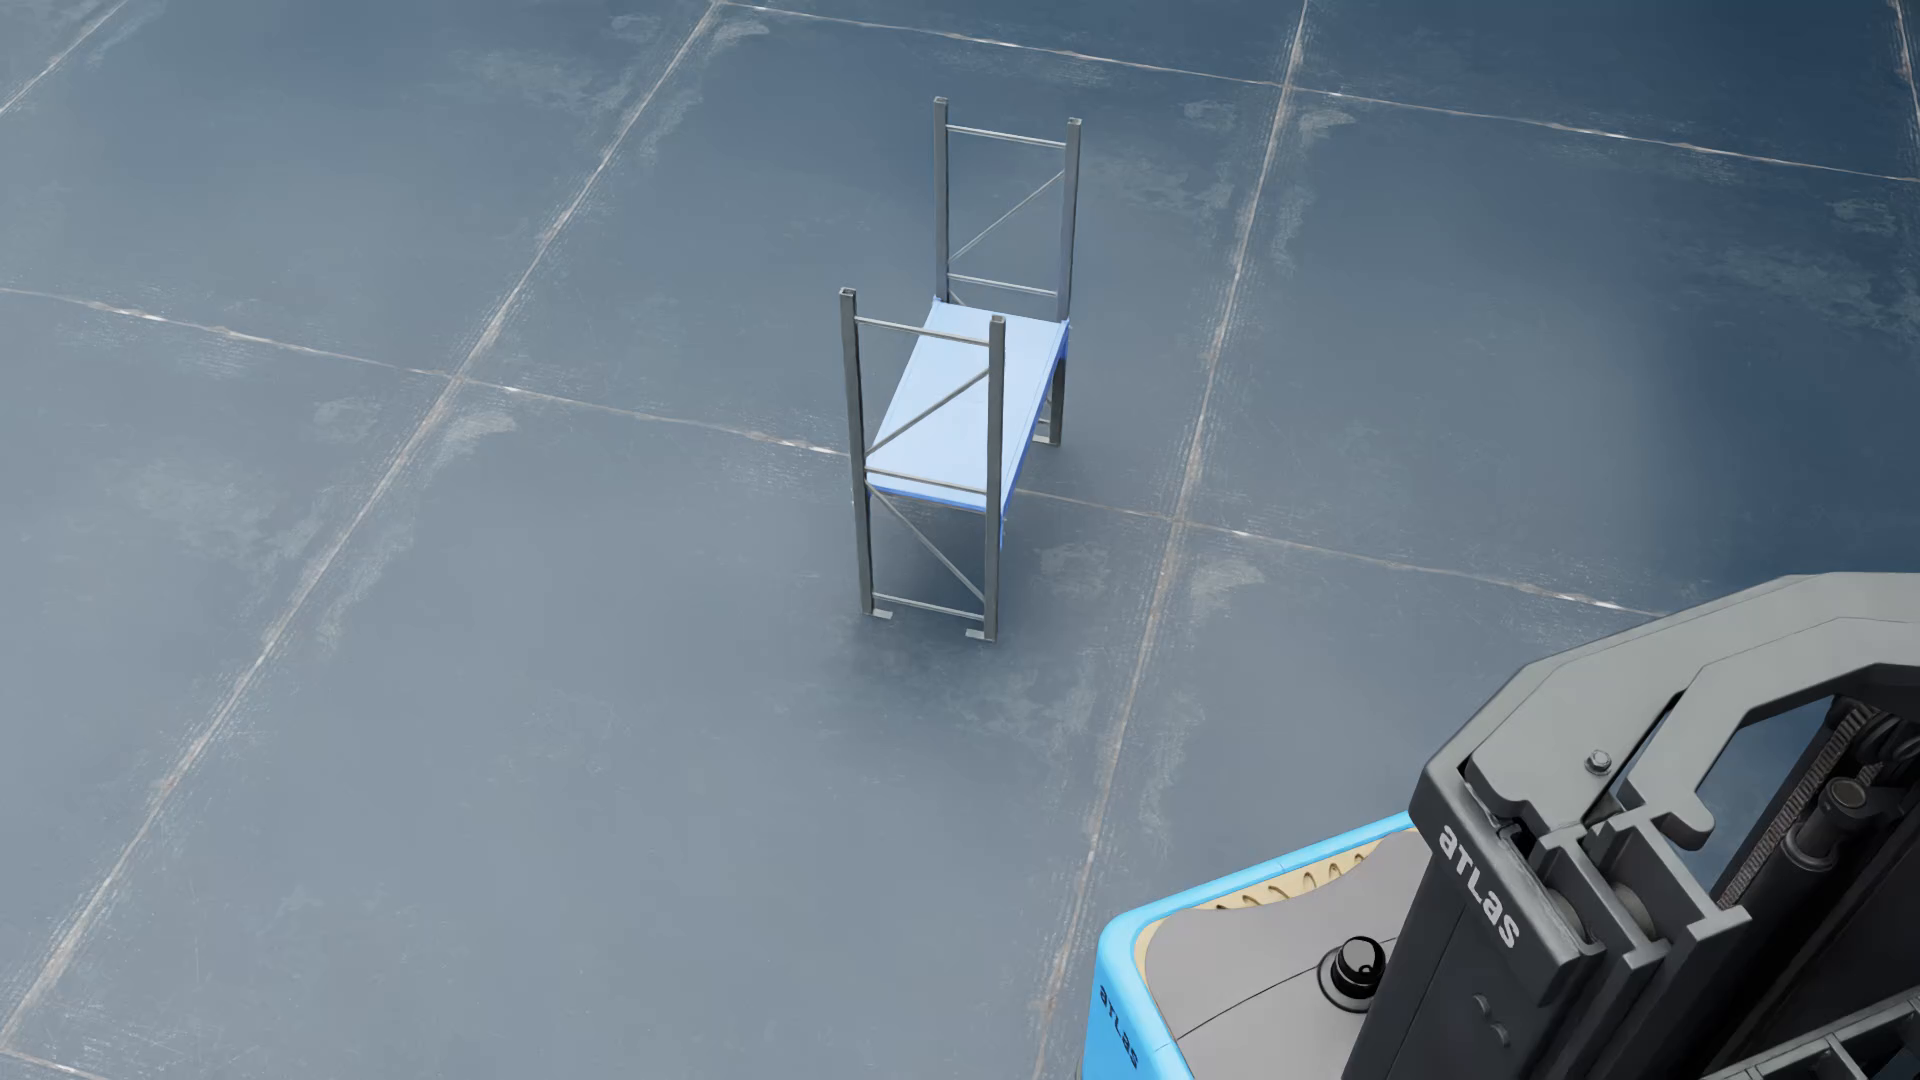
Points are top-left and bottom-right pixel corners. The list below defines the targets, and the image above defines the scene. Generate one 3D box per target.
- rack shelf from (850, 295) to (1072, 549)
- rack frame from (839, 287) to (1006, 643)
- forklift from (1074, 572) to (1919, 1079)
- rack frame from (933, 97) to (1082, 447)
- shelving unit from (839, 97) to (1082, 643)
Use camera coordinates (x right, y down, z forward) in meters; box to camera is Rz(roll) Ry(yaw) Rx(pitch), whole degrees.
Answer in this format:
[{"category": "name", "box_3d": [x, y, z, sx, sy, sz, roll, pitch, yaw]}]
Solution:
[{"category": "rack shelf", "box_3d": [0.022, -0.439, 5.877, 0.538, 0.185, 1.000, 12, 50, 10]}, {"category": "rack frame", "box_3d": [-0.111, -0.190, 5.418, 0.500, 1.500, 0.032, 12, 50, 10]}, {"category": "forklift", "box_3d": [1.326, 1.564, 2.915, 1.130, 2.935, 3.031, -16, 51, -14]}, {"category": "rack frame", "box_3d": [0.156, -0.926, 6.067, 0.500, 1.500, 0.032, 12, 50, 10]}, {"category": "shelving unit", "box_3d": [0.022, -0.558, 5.742, 0.538, 1.500, 1.048, 12, 50, 10]}]
